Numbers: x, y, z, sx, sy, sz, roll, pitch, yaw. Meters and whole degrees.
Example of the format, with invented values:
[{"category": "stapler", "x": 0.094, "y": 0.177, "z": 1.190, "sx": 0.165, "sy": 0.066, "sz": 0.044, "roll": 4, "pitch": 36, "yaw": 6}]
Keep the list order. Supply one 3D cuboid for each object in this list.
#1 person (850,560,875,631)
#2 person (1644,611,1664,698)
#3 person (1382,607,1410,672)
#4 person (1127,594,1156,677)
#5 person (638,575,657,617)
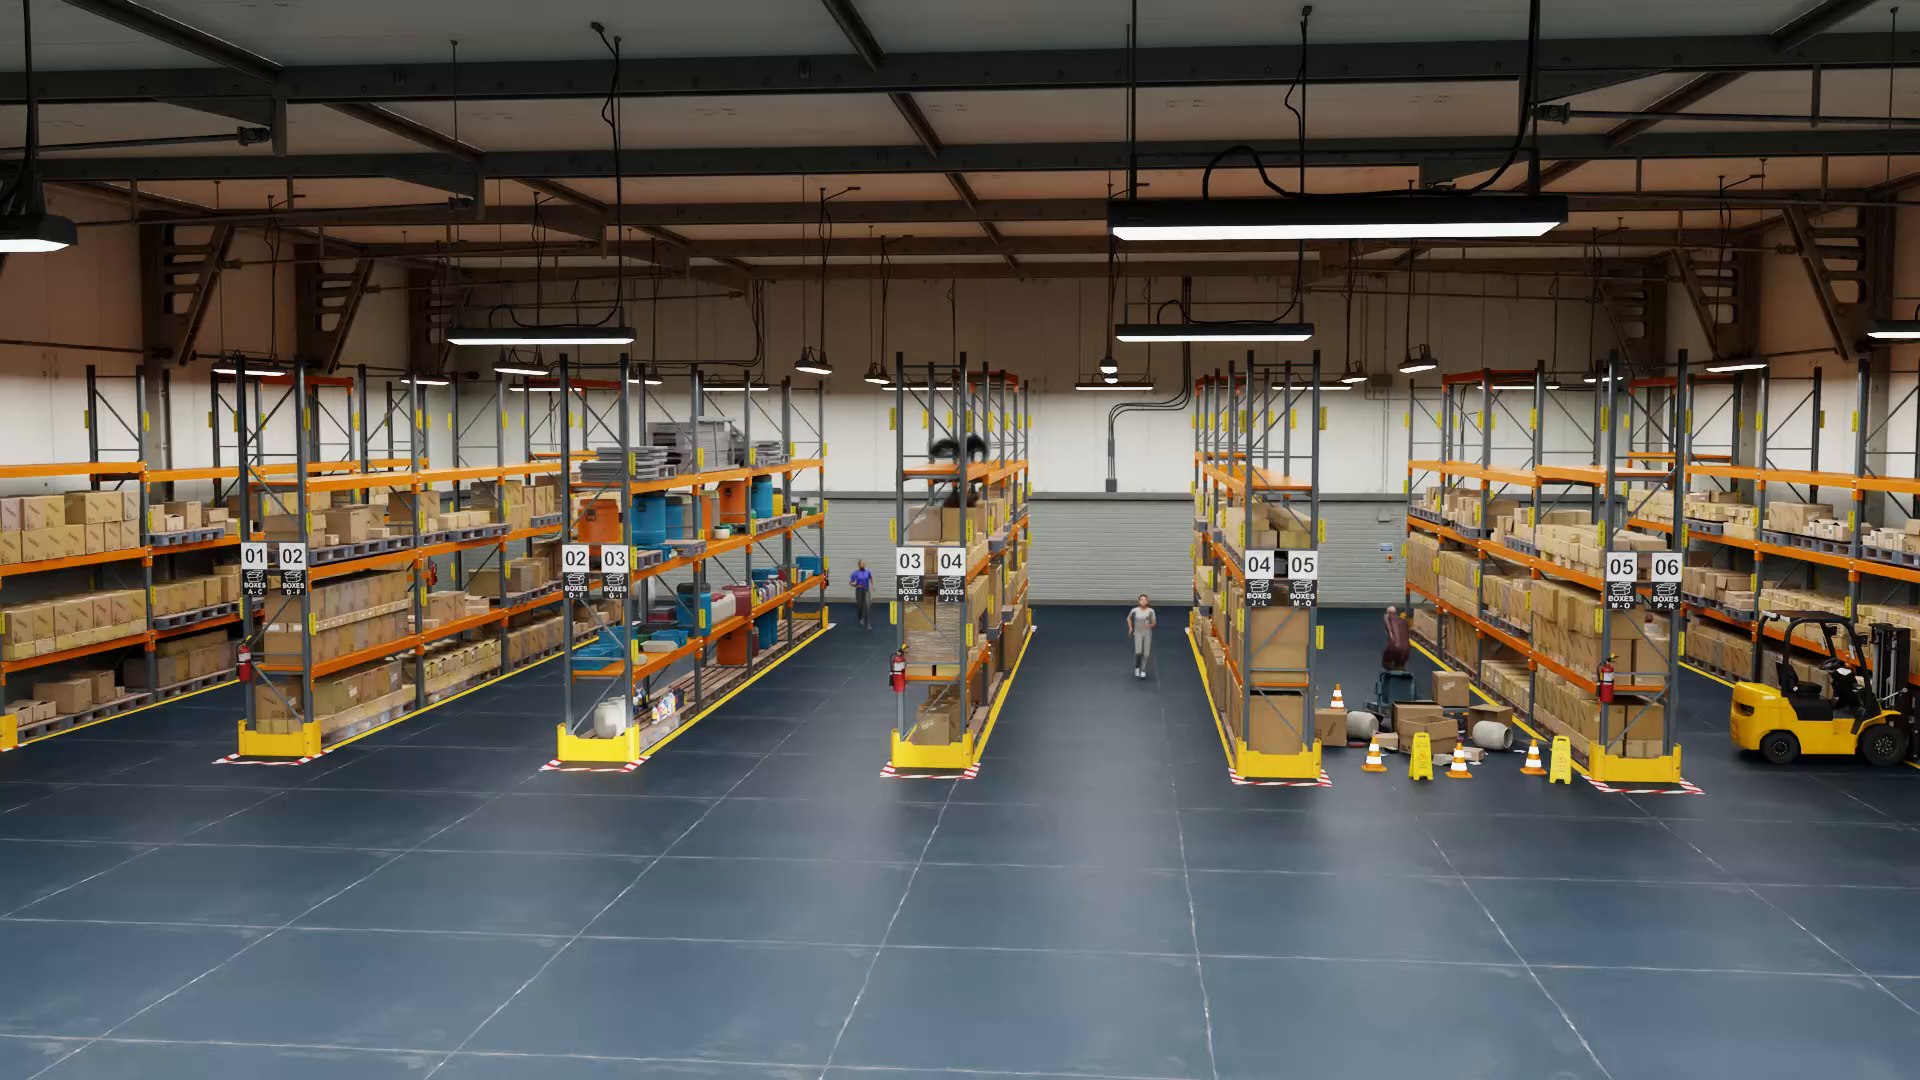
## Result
[{"category": "person", "x": -2.362, "y": 1.323, "z": 40.215, "sx": 0.618, "sy": 1.658, "sz": 0.890, "roll": -1, "pitch": 4, "yaw": -13}, {"category": "person", "x": 12.461, "y": 2.090, "z": 30.028, "sx": 0.533, "sy": 1.567, "sz": 0.905, "roll": 0, "pitch": 4, "yaw": -5}, {"category": "person", "x": 8.175, "y": 2.028, "z": 31.195, "sx": 0.692, "sy": 1.496, "sz": 1.047, "roll": -1, "pitch": 4, "yaw": -15}, {"category": "person", "x": 3.545, "y": 1.869, "z": 32.343, "sx": 0.544, "sy": 1.631, "sz": 0.622, "roll": 0, "pitch": 4, "yaw": 1}, {"category": "person", "x": -7.941, "y": 1.186, "z": 42.050, "sx": 0.574, "sy": 1.724, "sz": 0.842, "roll": -2, "pitch": 4, "yaw": -25}]
